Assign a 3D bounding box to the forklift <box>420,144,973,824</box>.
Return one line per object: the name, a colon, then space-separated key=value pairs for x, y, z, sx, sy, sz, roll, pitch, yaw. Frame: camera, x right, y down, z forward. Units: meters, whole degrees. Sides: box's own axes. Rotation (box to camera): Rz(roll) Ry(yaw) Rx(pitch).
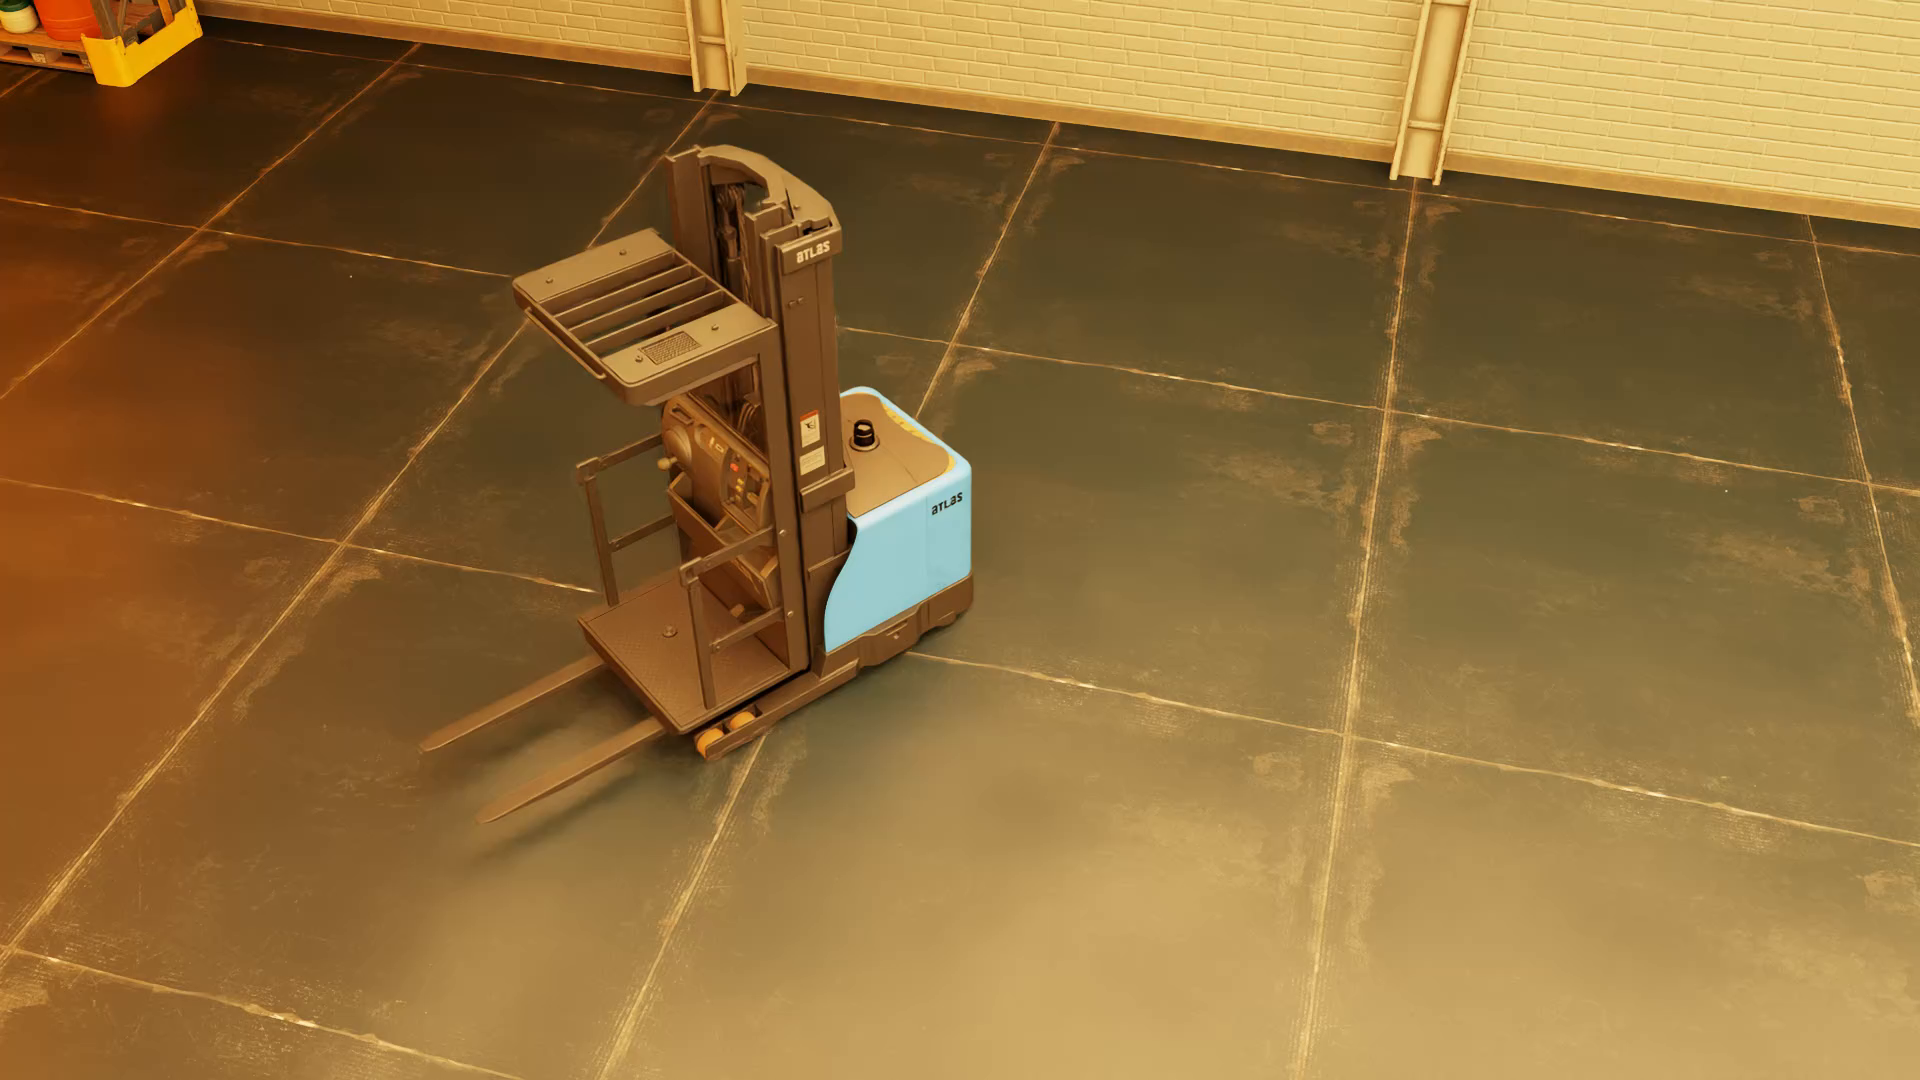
forklift: x=-1.388 y=-0.338 z=8.247 sx=3.031 sy=2.935 sz=1.130 roll=-28 pitch=48 yaw=-28
